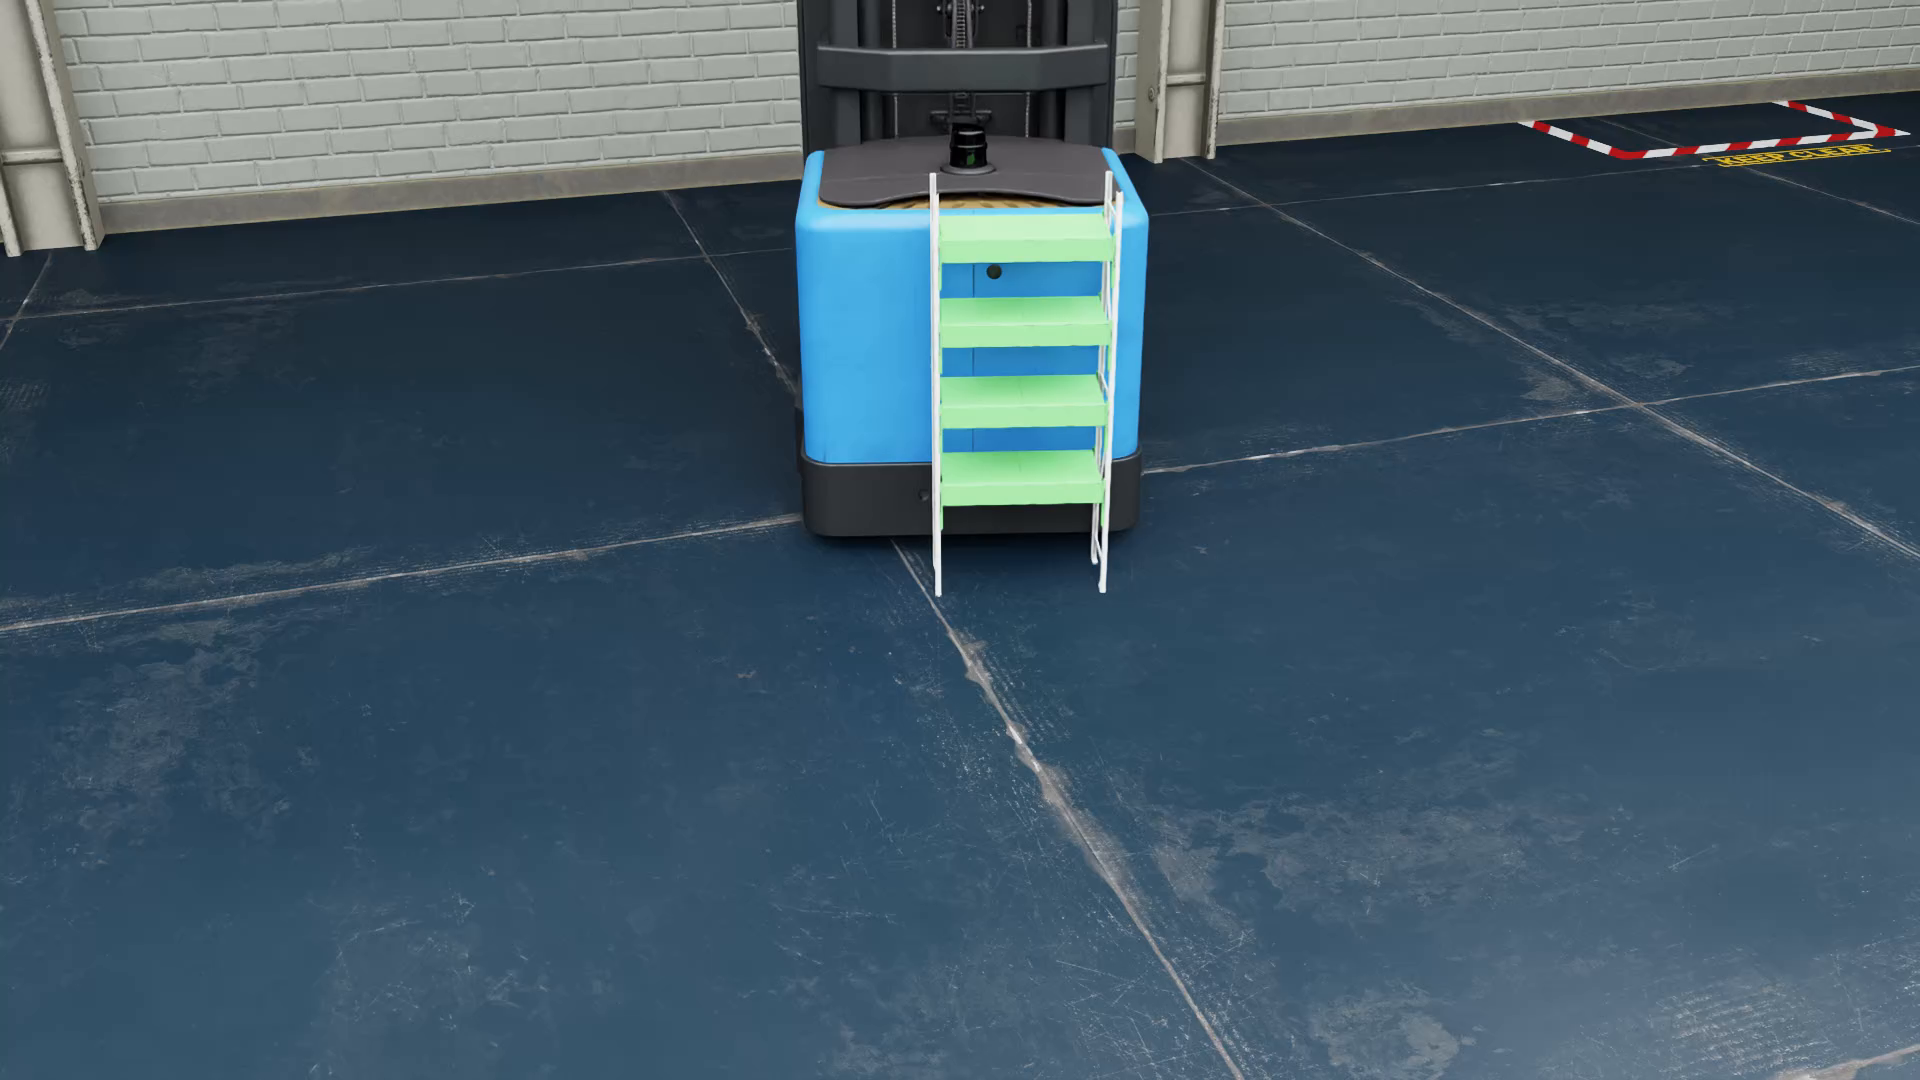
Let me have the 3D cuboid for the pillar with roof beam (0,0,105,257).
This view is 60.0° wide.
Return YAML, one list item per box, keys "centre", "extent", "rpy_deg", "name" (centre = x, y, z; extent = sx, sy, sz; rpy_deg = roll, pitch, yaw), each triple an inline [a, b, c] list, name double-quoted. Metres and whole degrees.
- centre: [-3.106, -3.665, 2.512]
  extent: [0.400, 9.000, 9.100]
  rpy_deg: [-8, 28, -16]
  name: "pillar with roof beam"

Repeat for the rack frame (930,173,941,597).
- centre: [-0.069, -0.422, 4.751]
  extent: [0.015, 1.200, 0.240]
  rpy_deg: [-1, 26, -2]
  name: "rack frame"

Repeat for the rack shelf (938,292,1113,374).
- centre: [0.175, -0.585, 4.684]
  extent: [0.480, 0.148, 0.258]
  rpy_deg: [-1, 26, -2]
  name: "rack shelf"

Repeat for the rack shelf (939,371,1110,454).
- centre: [0.175, -0.370, 4.790]
  extent: [0.480, 0.148, 0.258]
  rpy_deg: [-1, 26, -2]
  name: "rack shelf"

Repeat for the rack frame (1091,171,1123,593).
- centre: [0.418, -0.433, 4.773]
  extent: [0.015, 1.200, 0.240]
  rpy_deg: [-1, 26, -2]
  name: "rack frame"

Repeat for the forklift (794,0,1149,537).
- centre: [-0.019, -1.938, 5.857]
  extent: [1.130, 2.935, 3.031]
  rpy_deg: [-1, 26, -2]
  name: "forklift"

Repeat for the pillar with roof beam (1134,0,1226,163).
- centre: [2.599, -4.491, 4.176]
  extent: [0.400, 9.000, 9.100]
  rpy_deg: [-8, 28, -16]
  name: "pillar with roof beam"

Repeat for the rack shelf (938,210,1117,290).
- centre: [0.175, -0.800, 4.577]
  extent: [0.480, 0.148, 0.258]
  rpy_deg: [-1, 26, -2]
  name: "rack shelf"

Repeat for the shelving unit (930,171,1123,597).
- centre: [0.175, -0.428, 4.762]
  extent: [0.503, 1.200, 0.258]
  rpy_deg: [-1, 26, -2]
  name: "shelving unit"

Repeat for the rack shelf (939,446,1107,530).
- centre: [0.175, -0.155, 4.897]
  extent: [0.480, 0.148, 0.258]
  rpy_deg: [-1, 26, -2]
  name: "rack shelf"
